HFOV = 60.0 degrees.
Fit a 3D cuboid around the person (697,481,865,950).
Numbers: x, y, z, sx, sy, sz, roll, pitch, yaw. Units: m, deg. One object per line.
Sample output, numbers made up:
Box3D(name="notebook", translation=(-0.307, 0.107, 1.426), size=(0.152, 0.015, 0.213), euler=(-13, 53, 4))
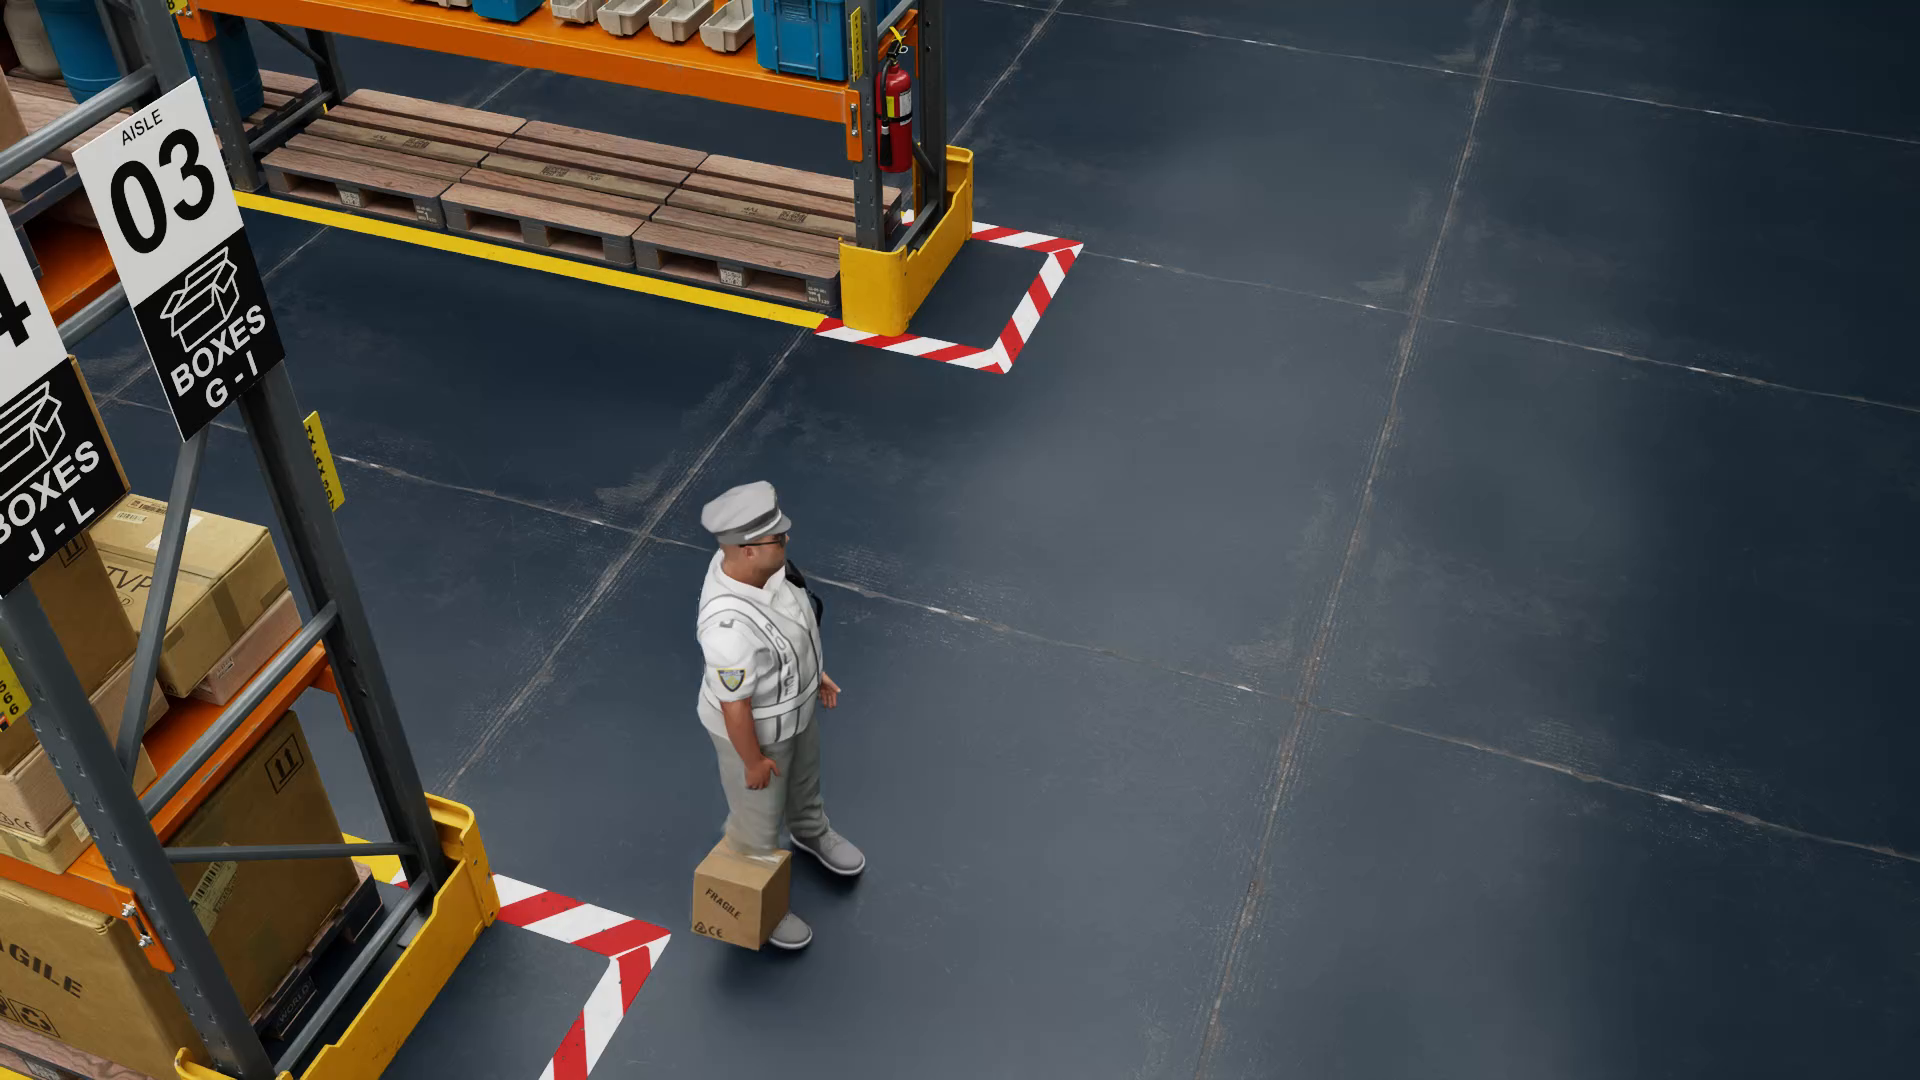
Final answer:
Box3D(name="person", translation=(-0.608, 0.579, 5.451), size=(0.503, 1.771, 0.579), euler=(6, 42, 7))
